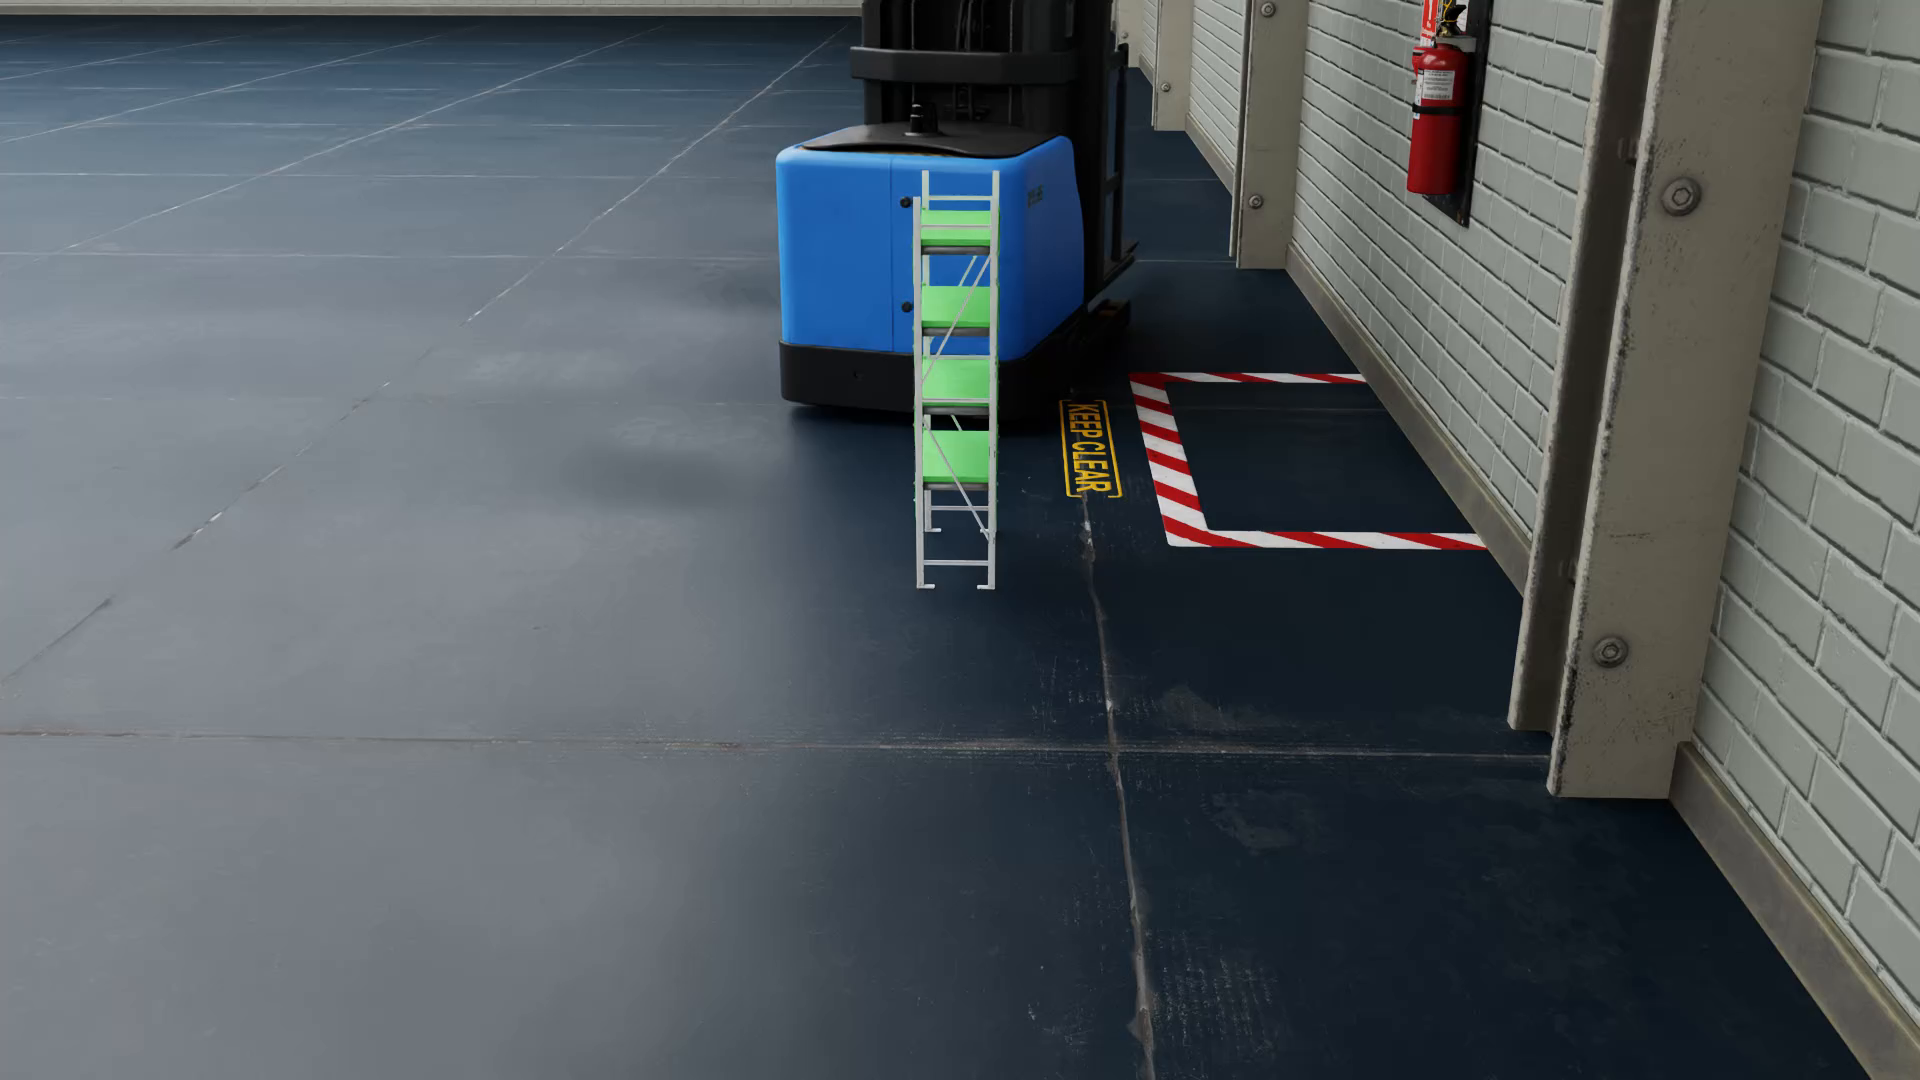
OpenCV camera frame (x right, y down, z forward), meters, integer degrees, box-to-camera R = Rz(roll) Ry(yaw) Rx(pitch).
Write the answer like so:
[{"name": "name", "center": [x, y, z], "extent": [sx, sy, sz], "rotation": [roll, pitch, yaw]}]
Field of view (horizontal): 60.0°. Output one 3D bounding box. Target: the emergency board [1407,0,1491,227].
[{"name": "emergency board", "center": [1.684, -1.751, 5.896], "extent": [0.194, 1.169, 0.643], "rotation": [1, 21, 2]}]

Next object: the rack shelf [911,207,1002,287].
[{"name": "rack shelf", "center": [-0.005, -0.887, 5.007], "extent": [0.258, 0.148, 0.480], "rotation": [1, 21, 2]}]

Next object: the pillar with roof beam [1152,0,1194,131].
[{"name": "pillar with roof beam", "center": [-2.368, -8.041, 13.813], "extent": [9.100, 9.000, 0.400], "rotation": [1, 21, 2]}]

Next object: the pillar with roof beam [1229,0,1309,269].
[{"name": "pillar with roof beam", "center": [-2.550, -5.872, 8.222], "extent": [9.100, 9.000, 0.400], "rotation": [1, 21, 2]}]

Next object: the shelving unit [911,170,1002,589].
[{"name": "shelving unit", "center": [-0.005, -0.500, 5.158], "extent": [0.258, 1.200, 0.503], "rotation": [1, 21, 2]}]

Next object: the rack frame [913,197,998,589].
[{"name": "rack frame", "center": [-0.012, -0.411, 4.930], "extent": [0.240, 1.200, 0.015], "rotation": [1, 21, 2]}]

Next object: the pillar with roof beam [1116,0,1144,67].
[{"name": "pillar with roof beam", "center": [-2.185, -10.211, 19.404], "extent": [9.100, 9.000, 0.400], "rotation": [1, 21, 2]}]

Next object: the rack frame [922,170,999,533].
[{"name": "rack frame", "center": [0.002, -0.588, 5.385], "extent": [0.240, 1.200, 0.015], "rotation": [1, 21, 2]}]

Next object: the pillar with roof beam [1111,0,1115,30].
[{"name": "pillar with roof beam", "center": [-2.003, -12.380, 24.995], "extent": [9.100, 9.000, 0.400], "rotation": [1, 21, 2]}]

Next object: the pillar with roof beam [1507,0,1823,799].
[{"name": "pillar with roof beam", "center": [-2.733, -3.702, 2.631], "extent": [9.100, 9.000, 0.400], "rotation": [1, 21, 2]}]

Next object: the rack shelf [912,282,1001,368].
[{"name": "rack shelf", "center": [-0.005, -0.664, 5.094], "extent": [0.258, 0.148, 0.480], "rotation": [1, 21, 2]}]

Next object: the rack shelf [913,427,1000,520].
[{"name": "rack shelf", "center": [-0.005, -0.216, 5.268], "extent": [0.258, 0.148, 0.480], "rotation": [1, 21, 2]}]

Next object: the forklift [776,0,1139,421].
[{"name": "forklift", "center": [0.198, -2.335, 7.496], "extent": [1.130, 2.935, 3.031], "rotation": [7, 22, 17]}]

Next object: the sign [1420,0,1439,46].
[{"name": "sign", "center": [1.804, -1.967, 6.402], "extent": [0.001, 0.329, 0.234], "rotation": [1, 21, 2]}]

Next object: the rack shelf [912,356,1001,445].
[{"name": "rack shelf", "center": [-0.005, -0.440, 5.181], "extent": [0.258, 0.148, 0.480], "rotation": [1, 21, 2]}]
